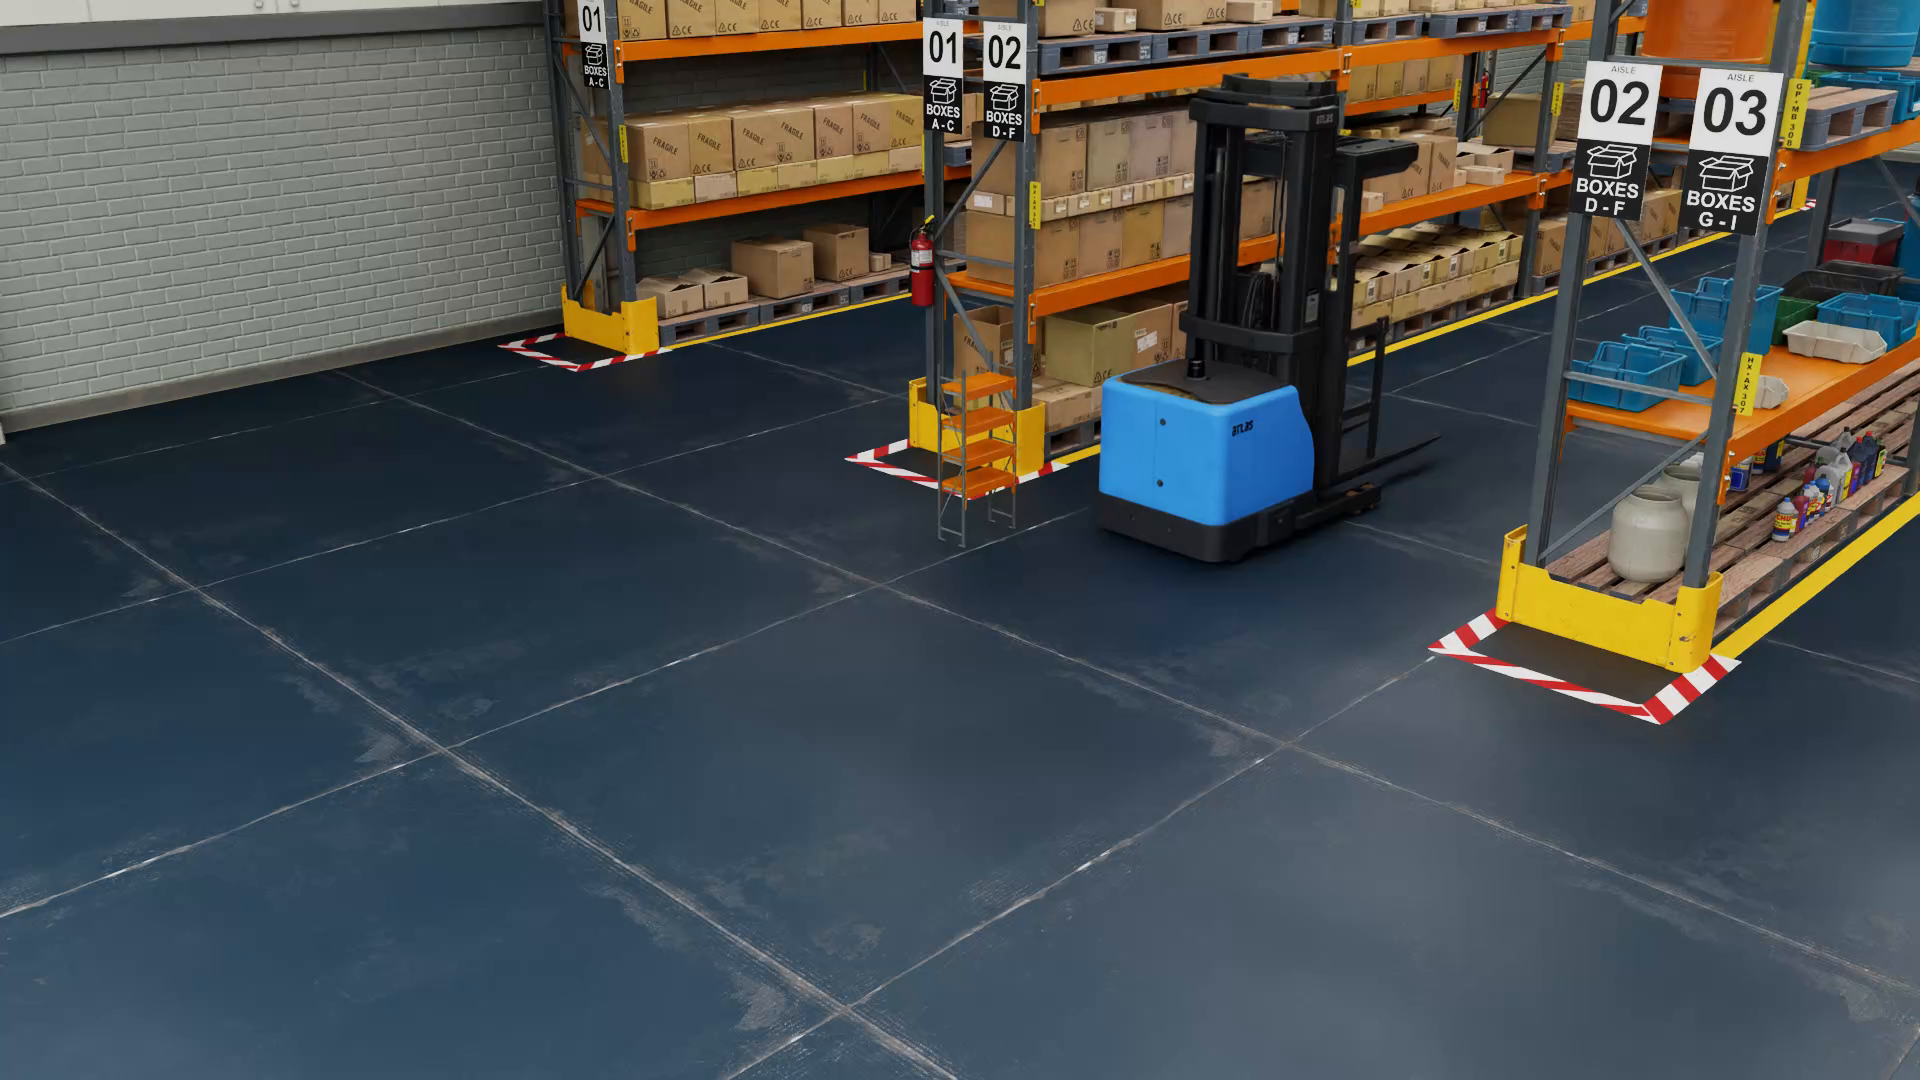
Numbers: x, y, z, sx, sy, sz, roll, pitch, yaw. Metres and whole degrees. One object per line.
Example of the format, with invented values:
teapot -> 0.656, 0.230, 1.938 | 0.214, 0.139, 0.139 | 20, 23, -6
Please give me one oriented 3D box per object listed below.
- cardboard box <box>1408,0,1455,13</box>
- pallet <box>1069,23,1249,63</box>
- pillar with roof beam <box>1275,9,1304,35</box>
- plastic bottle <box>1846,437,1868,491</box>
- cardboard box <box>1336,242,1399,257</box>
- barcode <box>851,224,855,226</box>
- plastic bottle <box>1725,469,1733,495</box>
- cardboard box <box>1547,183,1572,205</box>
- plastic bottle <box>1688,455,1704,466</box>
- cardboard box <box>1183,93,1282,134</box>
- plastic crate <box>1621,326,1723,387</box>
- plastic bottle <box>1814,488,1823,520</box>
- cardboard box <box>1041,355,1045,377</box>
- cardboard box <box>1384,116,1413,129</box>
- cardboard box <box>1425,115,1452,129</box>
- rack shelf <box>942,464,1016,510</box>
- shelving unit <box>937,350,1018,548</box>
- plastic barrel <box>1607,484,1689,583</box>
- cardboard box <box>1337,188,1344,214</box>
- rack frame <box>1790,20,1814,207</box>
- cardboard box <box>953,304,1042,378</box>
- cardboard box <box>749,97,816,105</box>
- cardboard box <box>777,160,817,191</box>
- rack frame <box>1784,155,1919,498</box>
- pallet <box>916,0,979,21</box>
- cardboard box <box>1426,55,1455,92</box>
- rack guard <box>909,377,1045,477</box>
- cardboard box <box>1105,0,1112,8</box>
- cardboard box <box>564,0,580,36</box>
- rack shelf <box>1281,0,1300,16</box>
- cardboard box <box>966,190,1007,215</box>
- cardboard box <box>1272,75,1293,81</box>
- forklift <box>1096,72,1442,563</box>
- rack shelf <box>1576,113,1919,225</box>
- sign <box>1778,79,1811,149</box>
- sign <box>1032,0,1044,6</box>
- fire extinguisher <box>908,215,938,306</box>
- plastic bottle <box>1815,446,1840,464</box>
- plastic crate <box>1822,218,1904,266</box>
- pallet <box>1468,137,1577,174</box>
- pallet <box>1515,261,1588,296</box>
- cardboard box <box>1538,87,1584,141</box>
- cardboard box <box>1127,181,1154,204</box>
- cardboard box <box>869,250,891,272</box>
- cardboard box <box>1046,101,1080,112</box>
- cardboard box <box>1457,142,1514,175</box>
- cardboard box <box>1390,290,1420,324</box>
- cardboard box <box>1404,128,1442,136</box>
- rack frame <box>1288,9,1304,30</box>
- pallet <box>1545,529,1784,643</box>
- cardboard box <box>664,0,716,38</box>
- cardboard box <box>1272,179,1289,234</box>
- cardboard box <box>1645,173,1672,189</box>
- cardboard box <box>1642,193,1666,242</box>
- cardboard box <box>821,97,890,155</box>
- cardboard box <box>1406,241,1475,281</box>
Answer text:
cardboard box -> 4.303, -5.086, 15.569 | 0.500, 0.250, 0.500 | 16, 26, 36
pallet -> 1.498, -3.905, 12.995 | 1.003, 0.211, 1.213 | 19, 28, 41
pillar with roof beam -> 7.907, -8.498, 20.642 | 9.100, 9.000, 0.400 | 19, 28, 41
plastic bottle -> 6.095, -0.525, 11.338 | 0.144, 0.351, 0.185 | 18, 27, 38
cardboard box -> 4.064, -2.825, 16.710 | 0.500, 0.311, 0.500 | 19, 28, 40
barcode -> -1.175, -3.432, 18.247 | 0.001, 0.075, 0.075 | 19, 28, 41
plastic bottle -> 5.170, -0.414, 11.258 | 0.097, 0.201, 0.097 | 0, 21, 0
cardboard box -> 6.947, -4.079, 19.333 | 0.500, 0.250, 0.500 | 19, 28, 40
plastic bottle -> 4.940, -0.424, 11.181 | 0.152, 0.276, 0.135 | 18, 28, 39
cardboard box -> 2.268, -3.490, 14.027 | 0.700, 0.500, 0.500 | 19, 28, 41
plastic crate -> 4.273, -1.115, 10.001 | 0.499, 0.251, 0.408 | 19, 28, 41
plastic bottle -> 5.547, -0.241, 10.809 | 0.097, 0.201, 0.097 | 0, 21, 0
cardboard box -> 0.637, -1.311, 13.553 | 0.500, 0.250, 0.500 | 19, 28, 41
cardboard box -> 6.744, -6.422, 25.596 | 0.380, 0.149, 0.250 | 20, 28, 41
cardboard box -> 7.369, -6.456, 25.684 | 0.380, 0.149, 0.250 | 19, 28, 40
rack shelf -> 0.115, -0.354, 11.065 | 0.258, 0.148, 0.480 | 19, 28, 41
shelving unit -> 0.115, -0.603, 10.970 | 0.258, 1.200, 0.503 | 19, 28, 41
plastic barrel -> 4.085, -0.038, 9.875 | 0.421, 0.512, 0.421 | 0, 21, 0
cardboard box -> 3.237, -3.151, 15.301 | 0.500, 0.250, 0.500 | -18, 27, -39
rack frame -> 11.296, -6.168, 22.942 | 1.000, 3.000, 0.127 | 19, 28, 41
cardboard box -> 0.296, -1.531, 13.078 | 0.500, 0.500, 0.500 | 19, 28, 41
cardboard box -> -1.819, -4.285, 17.177 | 0.500, 0.500, 0.500 | -19, 28, -41
cardboard box -> -1.783, -3.676, 16.638 | 0.500, 0.250, 0.500 | 20, 28, 41
rack frame -> 6.471, -1.843, 11.689 | 1.000, 3.000, 0.127 | 19, 28, 41
pallet -> -0.120, -5.767, 17.979 | 1.213, 0.211, 1.003 | 19, 28, 41
cardboard box -> 6.896, -7.224, 25.270 | 0.980, 0.700, 0.700 | 19, 28, 40
rack guard -> 0.118, -0.883, 12.674 | 1.175, 0.500, 0.348 | 19, 28, 41
cardboard box -> 1.137, -4.180, 12.933 | 0.500, 0.311, 0.500 | -16, 26, -36
cardboard box -> -3.308, -4.921, 15.349 | 0.500, 0.500, 0.500 | -18, 27, -38
rack shelf -> 3.559, -6.929, 21.744 | 1.077, 0.370, 4.000 | 19, 28, 41
cardboard box -> 0.265, -2.551, 12.487 | 0.380, 0.149, 0.250 | 19, 28, 40
cardboard box -> 4.107, -6.132, 22.264 | 0.500, 0.500, 0.500 | 19, 28, 41
forklift -> 2.315, -1.659, 11.305 | 3.031, 2.935, 1.130 | -19, 28, -41
rack shelf -> 5.076, -2.393, 9.942 | 1.077, 0.370, 4.000 | 19, 28, 41
sign -> 4.072, -2.080, 8.113 | 0.100, 0.325, 0.005 | 19, 28, 41
sign -> 0.528, -3.760, 11.167 | 0.100, 0.325, 0.005 | 19, 28, 41
fire extinguisher -> -0.281, -2.105, 12.479 | 0.296, 0.674, 0.183 | 19, 28, 41
plastic bottle -> 5.971, -0.521, 11.432 | 0.152, 0.276, 0.135 | 19, 28, 41
plastic crate -> 6.590, -2.074, 12.200 | 0.402, 0.464, 0.583 | 19, 28, 41
pallet -> 6.138, -4.214, 18.125 | 1.213, 0.211, 1.003 | 19, 28, 41
pallet -> 6.263, -2.993, 18.567 | 1.003, 0.211, 1.213 | 19, 28, 41
cardboard box -> 6.849, -4.732, 18.481 | 0.500, 0.500, 0.700 | -14, 25, -32
cardboard box -> 1.282, -2.718, 12.921 | 0.380, 0.149, 0.250 | 18, 27, 39
cardboard box -> -0.979, -3.060, 18.192 | 0.380, 0.166, 0.250 | 15, 26, 34
cardboard box -> 0.990, -5.154, 19.550 | 0.700, 0.500, 0.500 | 19, 28, 41
cardboard box -> 5.430, -3.988, 17.393 | 0.500, 0.311, 0.500 | -18, 27, -39
cardboard box -> 4.101, -2.303, 16.132 | 0.500, 0.250, 0.500 | 18, 28, 39
cardboard box -> 6.979, -6.103, 25.671 | 0.700, 0.500, 0.500 | 19, 28, 40
rack frame -> 4.954, -6.379, 23.490 | 1.000, 3.000, 0.127 | 19, 28, 41
pallet -> 4.271, 0.248, 10.135 | 1.003, 0.211, 1.213 | 19, 28, 41
cardboard box -> -2.605, -4.903, 15.302 | 0.500, 0.500, 0.500 | -18, 27, -39
cardboard box -> 2.620, -3.015, 14.598 | 0.700, 0.500, 0.500 | 18, 28, 39
cardboard box -> 8.700, -4.396, 21.202 | 0.500, 0.500, 0.500 | 19, 28, 41
cardboard box -> 8.016, -3.855, 19.795 | 0.500, 0.500, 0.500 | 19, 28, 41
cardboard box -> -1.079, -4.283, 17.174 | 0.500, 0.500, 0.500 | 19, 28, 40
cardboard box -> 4.814, -2.826, 16.711 | 0.500, 0.311, 0.500 | 19, 28, 40
